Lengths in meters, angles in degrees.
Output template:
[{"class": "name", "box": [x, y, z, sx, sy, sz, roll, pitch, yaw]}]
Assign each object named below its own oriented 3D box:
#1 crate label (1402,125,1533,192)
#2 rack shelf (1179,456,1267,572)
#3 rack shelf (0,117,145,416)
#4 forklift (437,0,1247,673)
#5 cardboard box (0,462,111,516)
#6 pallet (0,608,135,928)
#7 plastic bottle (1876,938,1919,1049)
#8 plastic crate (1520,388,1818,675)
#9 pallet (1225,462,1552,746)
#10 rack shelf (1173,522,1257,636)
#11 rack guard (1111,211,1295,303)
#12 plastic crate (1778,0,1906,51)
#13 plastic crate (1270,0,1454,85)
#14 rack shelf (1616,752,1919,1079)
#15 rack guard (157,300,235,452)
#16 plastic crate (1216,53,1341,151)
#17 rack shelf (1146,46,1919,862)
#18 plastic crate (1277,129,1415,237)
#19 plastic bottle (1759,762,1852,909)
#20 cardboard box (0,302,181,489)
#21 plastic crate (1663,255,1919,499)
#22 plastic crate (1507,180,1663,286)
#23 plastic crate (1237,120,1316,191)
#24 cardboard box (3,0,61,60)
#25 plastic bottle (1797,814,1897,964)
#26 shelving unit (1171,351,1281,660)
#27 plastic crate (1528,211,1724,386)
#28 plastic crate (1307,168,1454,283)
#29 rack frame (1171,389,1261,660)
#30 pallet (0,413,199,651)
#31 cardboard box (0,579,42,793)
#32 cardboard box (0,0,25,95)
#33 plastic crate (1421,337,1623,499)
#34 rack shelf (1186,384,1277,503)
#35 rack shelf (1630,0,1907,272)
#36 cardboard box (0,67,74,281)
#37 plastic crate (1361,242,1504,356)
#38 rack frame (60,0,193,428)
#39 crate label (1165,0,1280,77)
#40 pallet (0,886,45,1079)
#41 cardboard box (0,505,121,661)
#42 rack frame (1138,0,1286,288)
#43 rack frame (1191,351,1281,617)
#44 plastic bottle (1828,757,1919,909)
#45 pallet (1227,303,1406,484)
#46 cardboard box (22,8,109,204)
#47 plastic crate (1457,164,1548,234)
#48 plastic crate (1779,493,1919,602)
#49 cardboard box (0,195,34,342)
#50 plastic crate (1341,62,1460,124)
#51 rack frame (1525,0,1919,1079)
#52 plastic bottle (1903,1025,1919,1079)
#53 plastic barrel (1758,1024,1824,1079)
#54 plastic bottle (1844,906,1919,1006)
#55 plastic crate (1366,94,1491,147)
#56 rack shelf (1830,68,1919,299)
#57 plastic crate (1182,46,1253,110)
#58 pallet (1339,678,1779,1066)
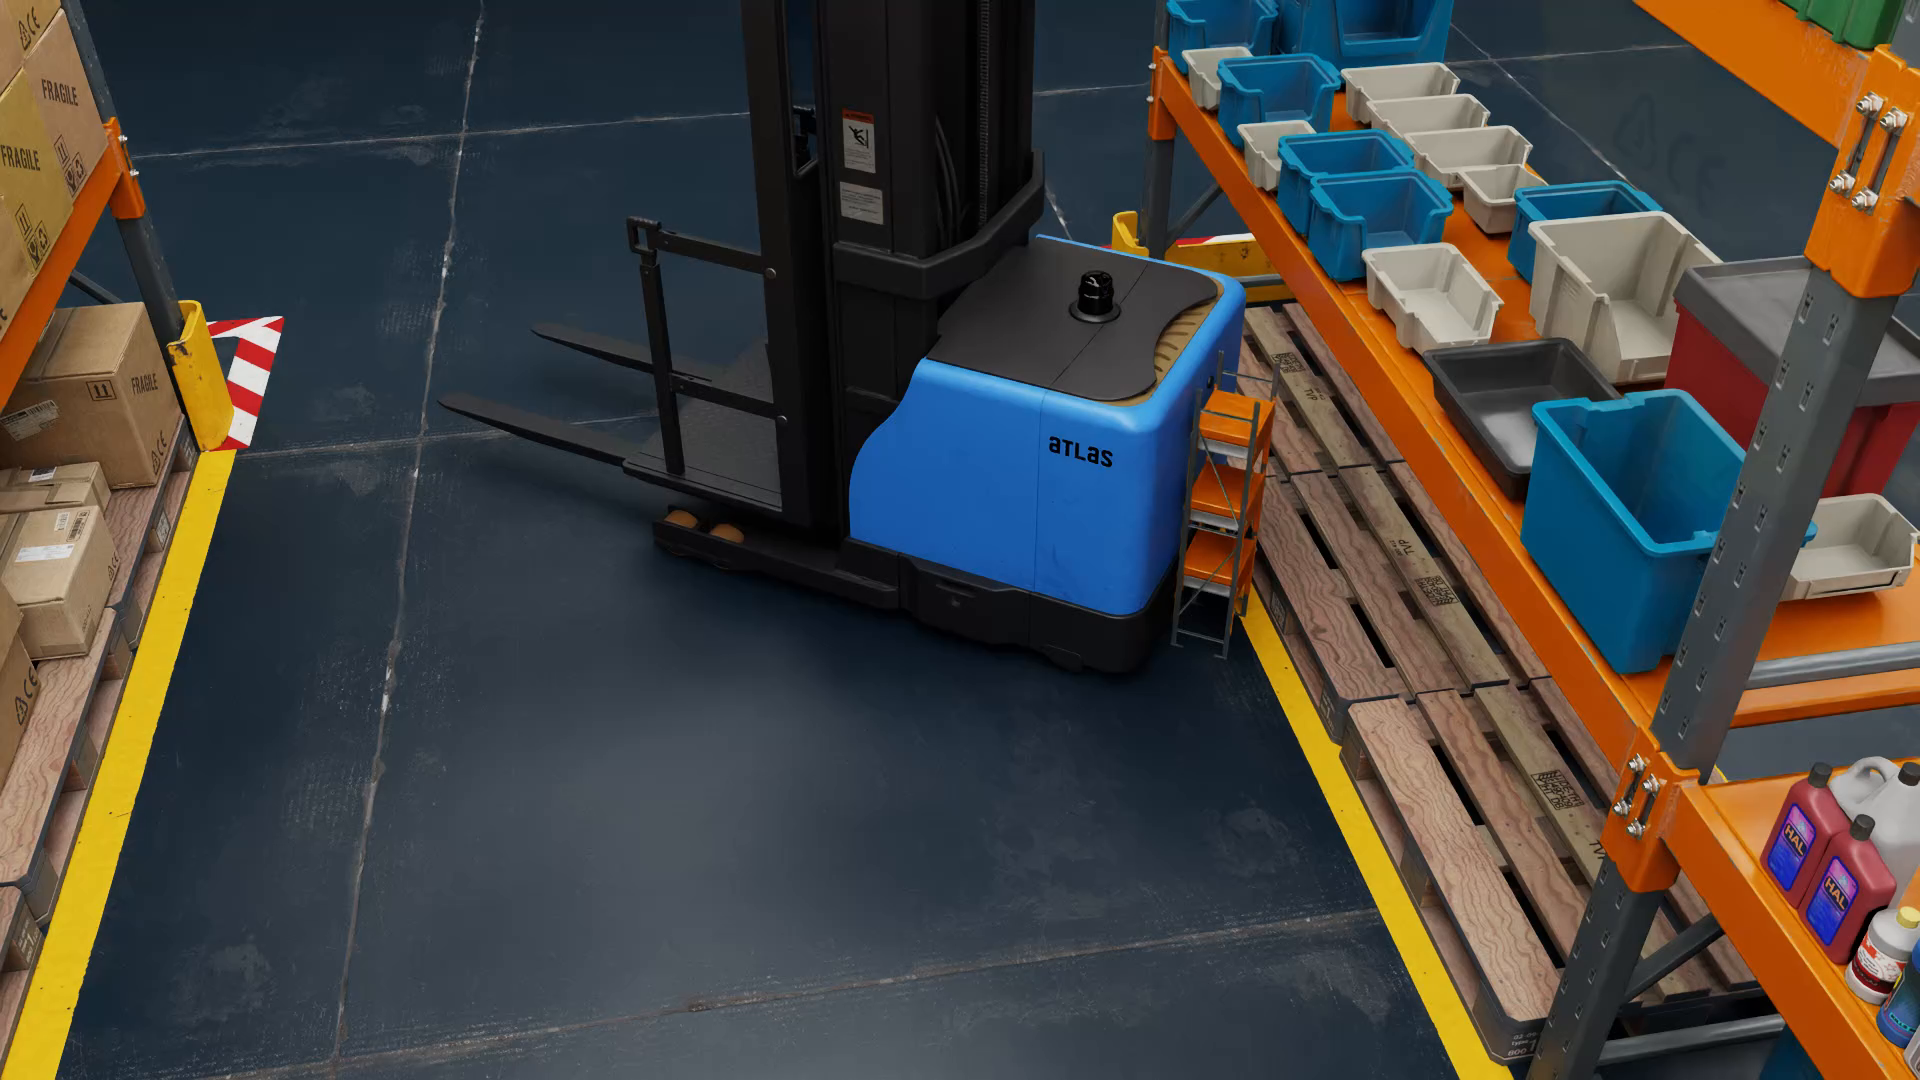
[{"class": "crate label", "box": [1.710, -1.272, 5.608, 0.396, 0.136, 0.243, -6, 38, -8]}, {"class": "rack shelf", "box": [0.873, -0.088, 5.525, 0.215, 0.259, 0.240, 15, 40, 18]}, {"class": "rack shelf", "box": [-3.247, -0.145, 4.578, 1.077, 0.370, 4.000, -6, 38, -8]}, {"class": "forklift", "box": [-0.570, -1.323, 5.564, 3.031, 2.935, 1.130, 16, 41, 20]}, {"class": "cardboard box", "box": [-3.278, -0.136, 5.930, 0.380, 0.166, 0.250, -6, 38, -8]}, {"class": "pallet", "box": [-3.234, 0.727, 5.142, 1.003, 0.211, 1.213, -6, 38, -8]}, {"class": "plastic bottle", "box": [1.703, 0.774, 2.914, 0.097, 0.271, 0.097, 0, 38, 0]}, {"class": "plastic crate", "box": [1.563, -0.014, 3.787, 0.392, 0.384, 0.575, -6, 38, -8]}, {"class": "pallet", "box": [1.596, 0.171, 5.857, 1.003, 0.211, 1.213, -6, 38, -8]}, {"class": "rack shelf", "box": [0.873, 0.131, 5.695, 0.215, 0.259, 0.240, 15, 40, 18]}, {"class": "rack guard", "box": [1.262, -1.193, 7.379, 1.175, 0.500, 0.348, -6, 38, -8]}, {"class": "plastic crate", "box": [1.609, -1.076, 2.917, 0.450, 0.188, 0.662, -6, 38, -8]}, {"class": "plastic crate", "box": [1.522, -2.023, 6.331, 0.616, 0.435, 0.499, -6, 38, -8]}, {"class": "rack shelf", "box": [2.331, 1.741, 2.151, 1.077, 0.370, 4.000, -6, 38, -8]}, {"class": "rack guard", "box": [-3.585, -0.604, 6.620, 1.175, 0.500, 0.348, -6, 38, -8]}, {"class": "plastic crate", "box": [1.114, -1.543, 5.878, 0.416, 0.233, 0.300, -6, 38, -8]}, {"class": "rack shelf", "box": [1.630, -0.675, 5.261, 1.077, 0.370, 4.000, -6, 38, -8]}, {"class": "plastic crate", "box": [1.229, -1.145, 5.367, 0.416, 0.233, 0.300, -6, 38, -8]}, {"class": "plastic bottle", "box": [1.625, 0.562, 3.177, 0.061, 0.283, 0.133, -6, 38, -8]}, {"class": "cardboard box", "box": [-3.260, -0.522, 6.155, 0.500, 0.500, 0.500, -6, 38, -8]}, {"class": "plastic crate", "box": [2.071, -0.367, 4.176, 0.402, 0.464, 0.583, -6, 38, -8]}, {"class": "plastic crate", "box": [1.892, -0.912, 5.067, 0.416, 0.233, 0.300, -6, 38, -8]}, {"class": "plastic crate", "box": [1.092, -1.290, 5.632, 0.250, 0.136, 0.298, -6, 38, -8]}, {"class": "cardboard box", "box": [-3.249, -1.832, 5.267, 0.500, 0.500, 0.500, -7, 38, -8]}, {"class": "plastic bottle", "box": [1.648, 0.643, 3.073, 0.061, 0.283, 0.133, -6, 38, -8]}, {"class": "shelving unit", "box": [0.873, -0.096, 5.518, 0.215, 1.050, 0.252, 15, 40, 18]}, {"class": "plastic crate", "box": [1.894, -0.670, 4.716, 0.437, 0.282, 0.530, -6, 38, -8]}, {"class": "plastic crate", "box": [1.282, -0.964, 5.133, 0.416, 0.233, 0.300, -6, 38, -8]}, {"class": "rack frame", "box": [0.825, -0.028, 5.430, 0.200, 1.050, 0.008, 15, 40, 18]}, {"class": "pallet", "box": [-3.444, -0.008, 6.089, 1.003, 0.211, 1.213, -6, 38, -8]}, {"class": "cardboard box", "box": [-3.231, 0.457, 4.893, 0.797, 0.503, 0.637, -6, 38, -8]}, {"class": "cardboard box", "box": [-3.160, -1.527, 4.874, 0.500, 0.500, 0.500, -5, 38, -7]}, {"class": "plastic crate", "box": [1.520, -0.314, 4.384, 0.437, 0.125, 0.590, -6, 38, -8]}, {"class": "rack shelf", "box": [0.873, -0.312, 5.351, 0.215, 0.259, 0.240, 15, 40, 18]}, {"class": "rack shelf", "box": [1.630, -1.860, 4.340, 1.077, 0.370, 4.000, -6, 38, -8]}, {"class": "cardboard box", "box": [-3.157, -1.122, 5.168, 0.500, 0.500, 0.500, -6, 38, -8]}, {"class": "plastic crate", "box": [1.379, -0.690, 4.860, 0.293, 0.136, 0.466, -6, 38, -8]}, {"class": "rack frame", "box": [-3.598, -1.637, 5.912, 1.000, 3.000, 0.127, -6, 38, -8]}, {"class": "crate label", "box": [0.998, -1.940, 6.390, 0.416, 0.233, 0.303, -6, 38, -8]}, {"class": "pallet", "box": [-3.016, 1.465, 4.192, 1.003, 0.211, 1.213, -6, 38, -8]}, {"class": "cardboard box", "box": [-3.123, 0.154, 5.489, 0.500, 0.250, 0.500, -6, 38, -8]}, {"class": "rack frame", "box": [1.279, -2.167, 6.595, 1.000, 3.000, 0.127, -6, 38, -8]}, {"class": "rack frame", "box": [0.921, -0.165, 5.607, 0.200, 1.050, 0.008, 15, 40, 18]}, {"class": "plastic bottle", "box": [1.730, 0.540, 3.150, 0.144, 0.351, 0.185, -6, 38, -8]}, {"class": "pallet", "box": [1.386, -0.564, 6.804, 1.003, 0.211, 1.213, -6, 38, -8]}, {"class": "cardboard box", "box": [-3.252, -1.435, 5.571, 0.500, 0.500, 0.500, -5, 38, -7]}, {"class": "plastic crate", "box": [1.780, -1.095, 5.380, 0.298, 0.136, 0.250, -6, 38, -8]}, {"class": "plastic crate", "box": [2.040, 0.033, 3.929, 0.396, 0.136, 0.243, -6, 38, -8]}, {"class": "cardboard box", "box": [-3.075, -0.820, 4.779, 0.500, 0.500, 0.500, -6, 38, -8]}, {"class": "plastic crate", "box": [1.600, -1.614, 6.048, 0.396, 0.136, 0.243, -6, 38, -8]}, {"class": "rack frame", "box": [1.980, 0.249, 3.485, 1.000, 3.000, 0.127, -6, 38, -8]}, {"class": "plastic bottle", "box": [1.751, 0.839, 2.826, 0.152, 0.276, 0.135, -6, 38, -8]}, {"class": "plastic barrel", "box": [2.059, 1.242, 3.575, 0.600, 0.901, 0.708, -6, 38, -8]}, {"class": "plastic bottle", "box": [1.686, 0.743, 3.011, 0.097, 0.201, 0.097, 0, 38, 0]}, {"class": "plastic crate", "box": [1.637, -1.437, 5.821, 0.396, 0.136, 0.243, -6, 38, -8]}, {"class": "rack shelf", "box": [2.331, 0.556, 1.231, 1.077, 0.370, 4.000, -6, 38, -8]}, {"class": "plastic crate", "box": [0.973, -1.700, 6.159, 0.250, 0.136, 0.298, -6, 38, -8]}, {"class": "pallet", "box": [1.813, 0.910, 4.907, 1.003, 0.211, 1.213, -6, 38, -8]}]
